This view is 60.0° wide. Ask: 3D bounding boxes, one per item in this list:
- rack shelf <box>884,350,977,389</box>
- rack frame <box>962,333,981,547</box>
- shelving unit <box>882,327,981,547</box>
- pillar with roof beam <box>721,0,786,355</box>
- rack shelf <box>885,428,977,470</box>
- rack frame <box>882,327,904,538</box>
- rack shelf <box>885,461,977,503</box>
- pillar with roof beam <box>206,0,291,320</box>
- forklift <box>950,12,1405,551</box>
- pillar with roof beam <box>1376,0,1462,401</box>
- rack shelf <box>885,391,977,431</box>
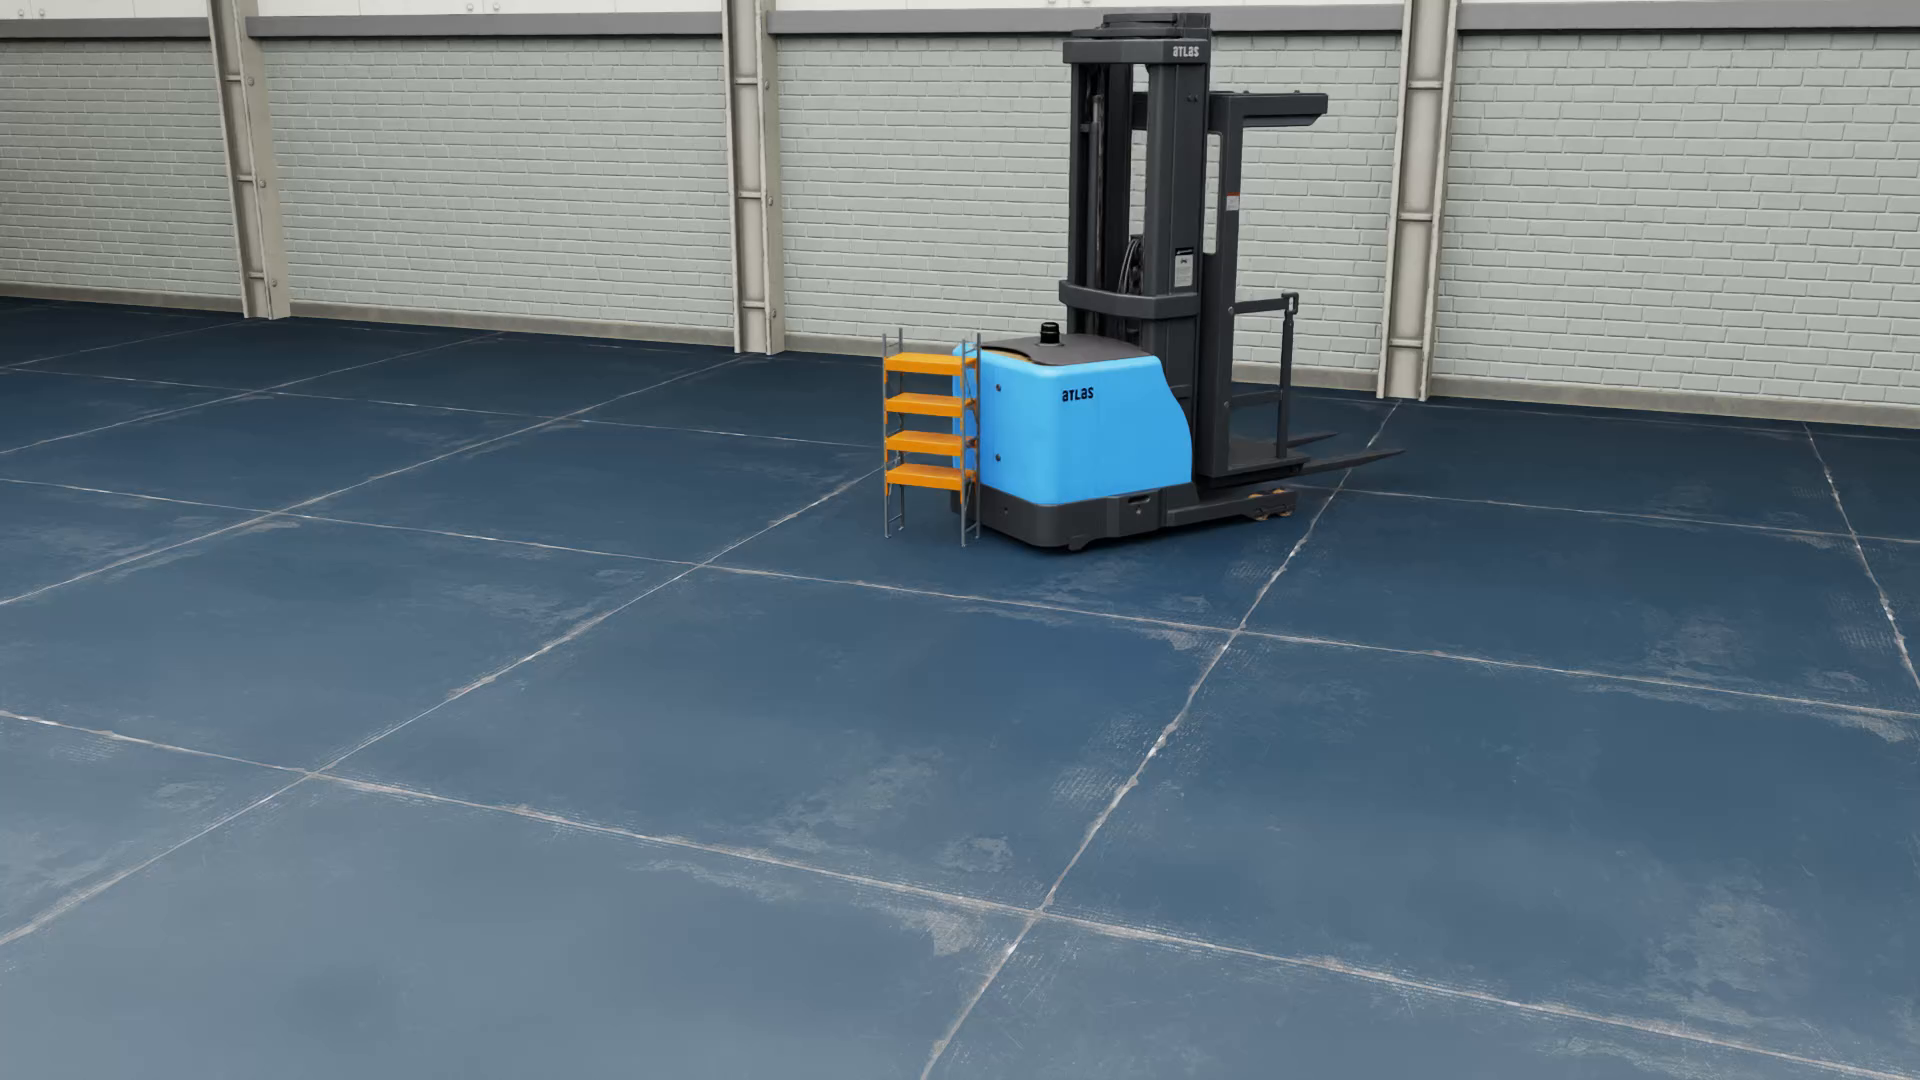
[{"bbox_3d":[-0.161,-0.969,9.450,0.480,0.148,0.258,7,18,22],"label":"rack shelf"},{"bbox_3d":[0.063,-0.565,9.468,0.015,1.200,0.240,7,18,22],"label":"rack frame"},{"bbox_3d":[-0.161,-0.592,9.560,0.503,1.200,0.258,7,18,22],"label":"shelving unit"},{"bbox_3d":[-3.488,-5.012,10.796,0.400,9.000,9.100,6,17,21],"label":"pillar with roof beam"},{"bbox_3d":[-0.161,-0.527,9.579,0.480,0.148,0.258,7,18,22],"label":"rack shelf"},{"bbox_3d":[-0.385,-0.618,9.652,0.015,1.200,0.240,7,18,22],"label":"rack frame"},{"bbox_3d":[-0.161,-0.336,9.634,0.480,0.148,0.258,7,18,22],"label":"rack shelf"},{"bbox_3d":[-9.069,-5.625,12.910,0.400,9.000,9.100,6,17,21],"label":"pillar with roof beam"},{"bbox_3d":[1.461,-1.635,10.048,3.031,2.935,1.130,-10,19,-31],"label":"forklift"},{"bbox_3d":[2.094,-4.398,8.681,0.400,9.000,9.100,6,17,21],"label":"pillar with roof beam"},{"bbox_3d":[-0.161,-0.742,9.516,0.480,0.148,0.258,7,18,22],"label":"rack shelf"}]
